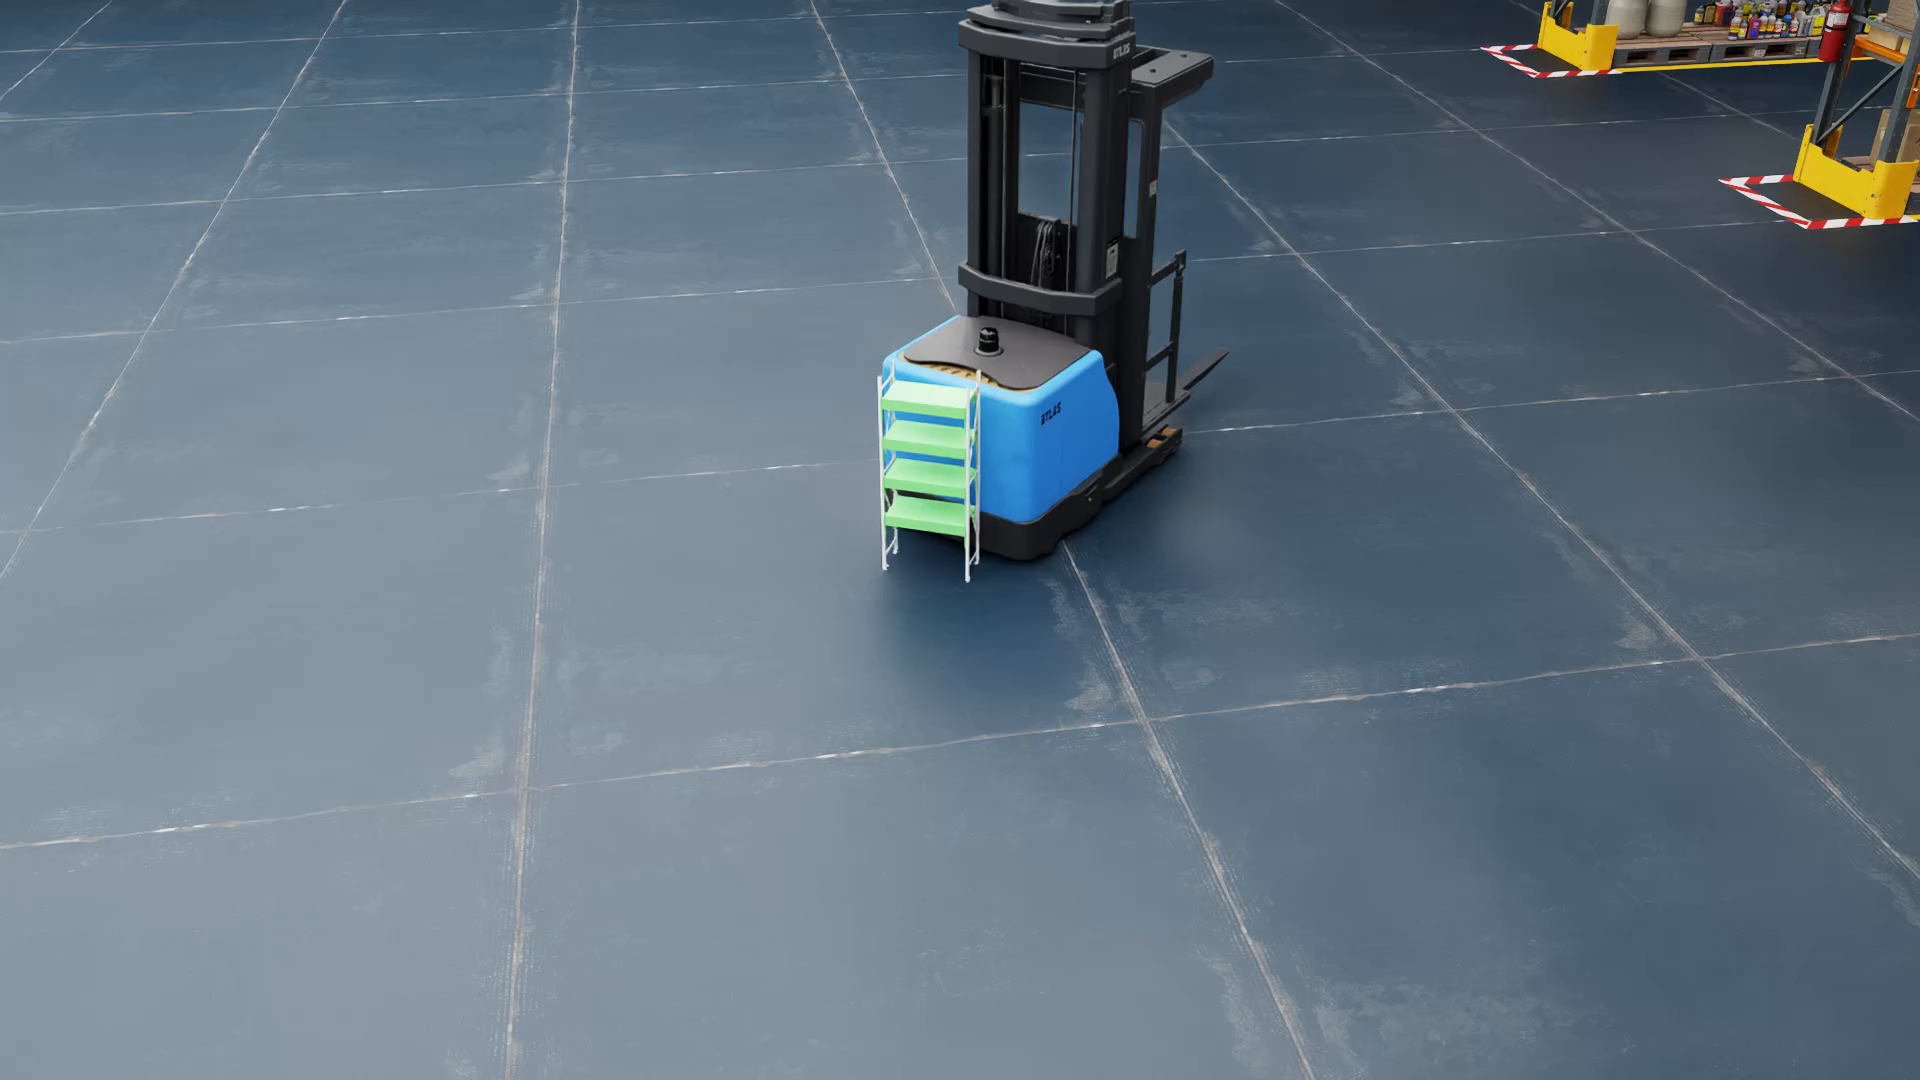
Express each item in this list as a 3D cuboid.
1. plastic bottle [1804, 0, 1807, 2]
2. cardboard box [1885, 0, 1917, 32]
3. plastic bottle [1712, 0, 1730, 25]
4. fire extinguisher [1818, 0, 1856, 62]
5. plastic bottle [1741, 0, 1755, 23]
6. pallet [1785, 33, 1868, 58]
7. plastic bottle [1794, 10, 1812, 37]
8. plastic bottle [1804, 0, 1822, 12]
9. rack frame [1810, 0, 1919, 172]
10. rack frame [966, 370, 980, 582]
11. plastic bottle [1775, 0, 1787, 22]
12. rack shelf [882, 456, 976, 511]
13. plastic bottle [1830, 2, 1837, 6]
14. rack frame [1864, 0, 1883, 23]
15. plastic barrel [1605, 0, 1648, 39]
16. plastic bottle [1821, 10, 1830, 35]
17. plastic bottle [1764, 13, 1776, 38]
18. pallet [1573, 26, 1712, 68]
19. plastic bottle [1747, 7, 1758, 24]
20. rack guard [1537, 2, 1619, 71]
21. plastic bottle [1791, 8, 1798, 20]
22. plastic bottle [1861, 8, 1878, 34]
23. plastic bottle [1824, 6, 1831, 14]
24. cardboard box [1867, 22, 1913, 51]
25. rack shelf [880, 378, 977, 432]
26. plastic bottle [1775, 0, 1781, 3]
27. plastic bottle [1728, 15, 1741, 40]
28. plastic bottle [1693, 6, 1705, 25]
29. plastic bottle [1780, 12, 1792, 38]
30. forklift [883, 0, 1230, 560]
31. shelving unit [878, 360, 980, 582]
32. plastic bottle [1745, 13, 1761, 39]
[{"bbox_3d":[10.097,-6.395,19.847,0.185,0.351,0.144,-4,31,-8],"label":"plastic bottle"},{"bbox_3d":[8.469,-4.588,14.201,0.500,0.500,0.875,-5,31,-9],"label":"cardboard box"},{"bbox_3d":[9.012,-6.260,19.691,0.135,0.276,0.152,-5,31,-9],"label":"plastic bottle"},{"bbox_3d":[7.728,-4.566,14.632,0.183,0.674,0.296,-5,31,-9],"label":"fire extinguisher"},{"bbox_3d":[9.310,-6.322,19.722,0.185,0.351,0.144,-4,31,-7],"label":"plastic bottle"},{"bbox_3d":[10.298,-5.972,19.698,1.213,0.211,1.003,-5,31,-9],"label":"pallet"},{"bbox_3d":[9.717,-5.968,19.193,0.135,0.276,0.152,-5,31,-8],"label":"plastic bottle"},{"bbox_3d":[10.123,-6.324,19.724,0.185,0.351,0.144,-5,31,-9],"label":"plastic bottle"},{"bbox_3d":[7.923,-4.380,14.239,0.127,3.000,1.000,-5,31,-9],"label":"rack frame"},{"bbox_3d":[0.071,-0.338,9.141,0.015,1.200,0.240,8,31,13],"label":"rack frame"},{"bbox_3d":[9.774,-6.312,19.783,0.097,0.271,0.097,0,30,0],"label":"plastic bottle"},{"bbox_3d":[-0.164,-0.316,9.230,0.480,0.148,0.258,8,31,13],"label":"rack shelf"},{"bbox_3d":[10.474,-6.378,19.964,0.097,0.201,0.097,0,30,0],"label":"plastic bottle"},{"bbox_3d":[10.966,-7.214,19.060,0.127,3.000,1.000,-5,31,-9],"label":"rack frame"},{"bbox_3d":[7.665,-6.056,19.130,0.421,0.512,0.421,0,30,0],"label":"plastic barrel"},{"bbox_3d":[10.043,-5.978,19.202,0.133,0.283,0.061,-3,31,-6],"label":"plastic bottle"},{"bbox_3d":[9.306,-5.913,19.105,0.097,0.271,0.097,0,30,0],"label":"plastic bottle"},{"bbox_3d":[7.898,-5.749,19.319,1.213,0.211,1.003,-5,31,-9],"label":"pallet"},{"bbox_3d":[9.375,-6.202,19.665,0.097,0.201,0.097,0,30,0],"label":"plastic bottle"},{"bbox_3d":[7.098,-5.802,19.124,0.348,0.500,1.175,-5,31,-9],"label":"rack guard"},{"bbox_3d":[9.698,-6.024,19.281,0.133,0.283,0.061,-5,31,-9],"label":"plastic bottle"},{"bbox_3d":[10.552,-6.025,19.283,0.133,0.283,0.061,-4,31,-6],"label":"plastic bottle"},{"bbox_3d":[10.144,-6.082,19.386,0.135,0.276,0.152,-5,31,-9],"label":"plastic bottle"},{"bbox_3d":[8.167,-4.400,14.522,0.250,0.149,0.380,-5,31,-9],"label":"cardboard box"},{"bbox_3d":[-0.164,-0.730,8.987,0.480,0.148,0.258,8,31,13],"label":"rack shelf"},{"bbox_3d":[9.742,-6.355,19.844,0.133,0.283,0.061,-4,31,-7],"label":"plastic bottle"},{"bbox_3d":[8.871,-5.873,19.036,0.097,0.271,0.097,0,30,0],"label":"plastic bottle"},{"bbox_3d":[8.759,-6.219,19.694,0.097,0.201,0.097,0,30,0],"label":"plastic bottle"},{"bbox_3d":[9.506,-5.932,19.137,0.097,0.271,0.097,0,30,0],"label":"plastic bottle"},{"bbox_3d":[0.772,-1.854,10.011,1.130,2.935,3.031,18,35,28],"label":"forklift"},{"bbox_3d":[-0.164,-0.371,9.197,0.503,1.200,0.258,8,31,13],"label":"shelving unit"},{"bbox_3d":[9.097,-5.890,19.053,0.133,0.283,0.061,-5,31,-8],"label":"plastic bottle"}]
